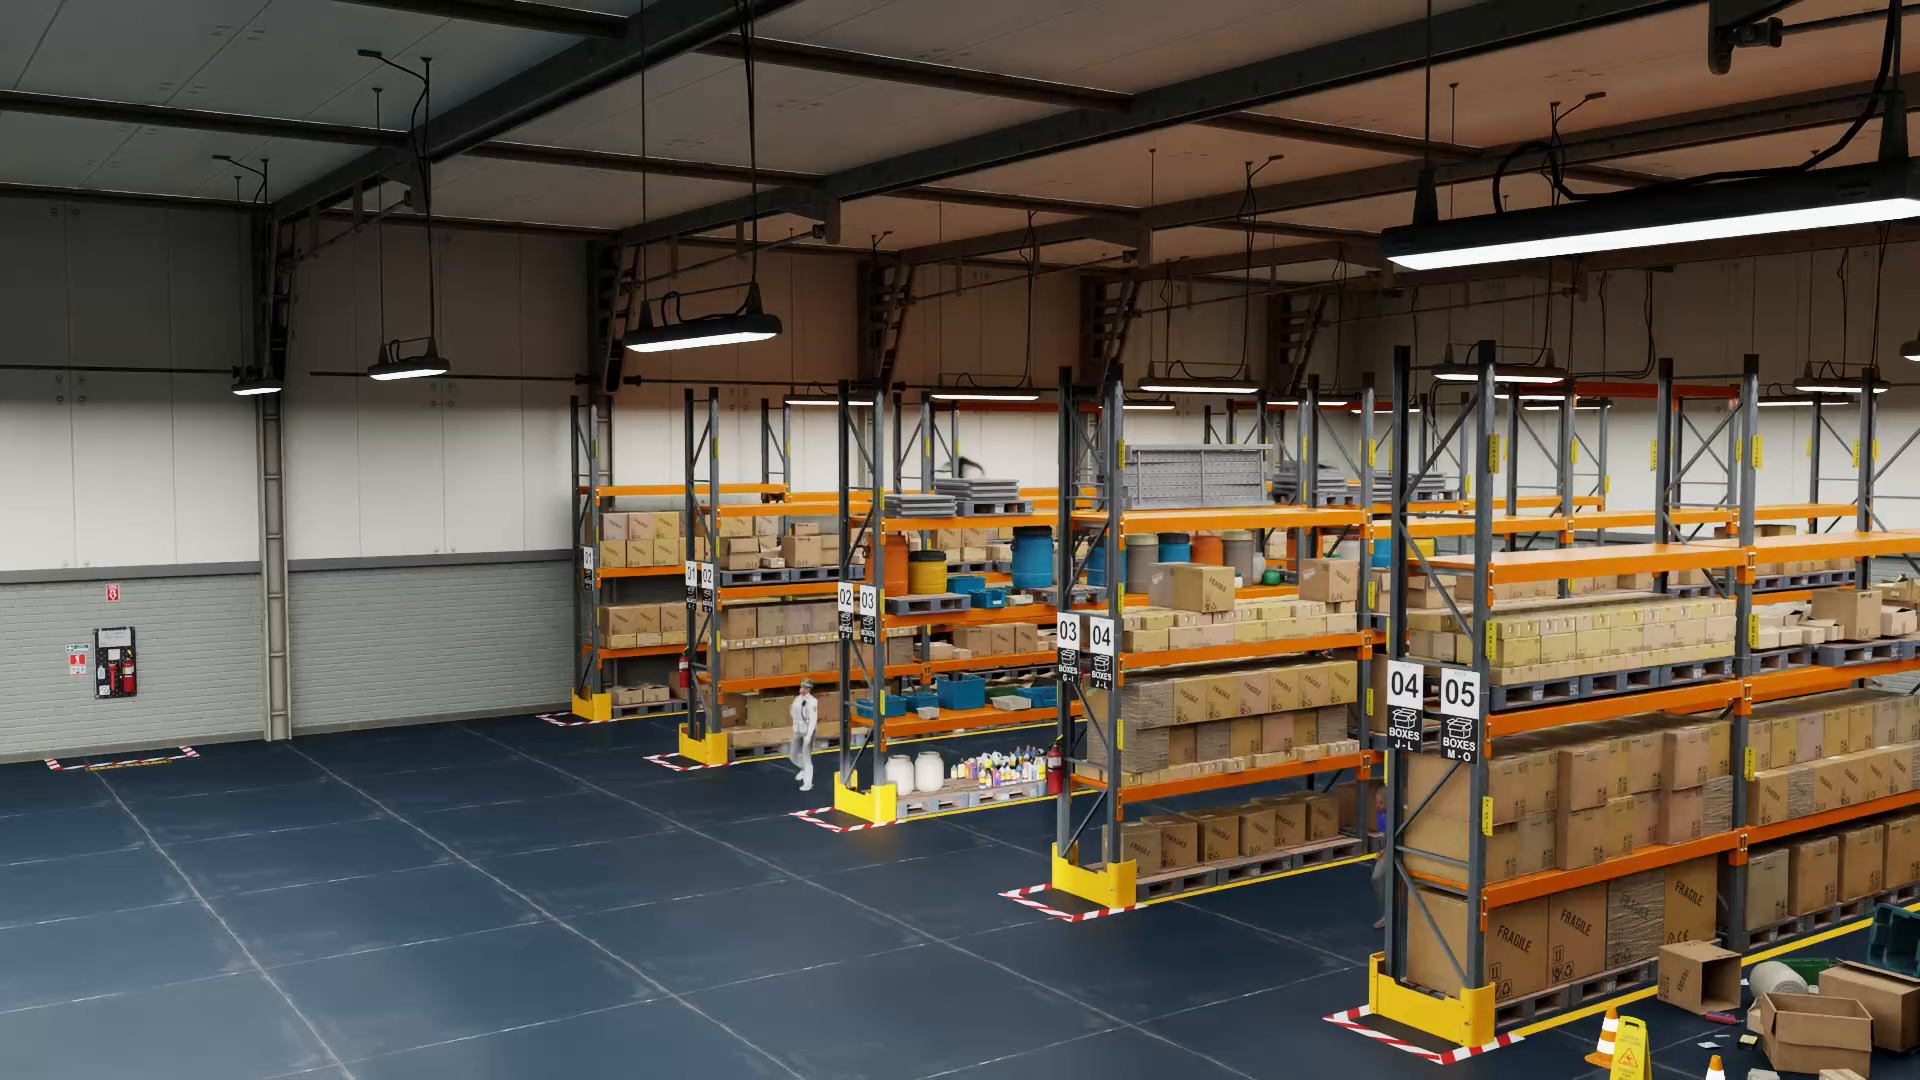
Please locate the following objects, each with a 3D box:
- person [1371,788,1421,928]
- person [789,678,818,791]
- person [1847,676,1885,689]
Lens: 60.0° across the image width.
[{"bbox_3d":[4.759,3.342,17.746,1.000,1.495,0.586,-2,4,-35],"label":"person"},{"bbox_3d":[-2.277,2.852,24.555,0.596,1.659,0.557,2,4,35],"label":"person"},{"bbox_3d":[15.380,2.666,28.477,0.509,1.587,0.906,-1,4,-20],"label":"person"}]
